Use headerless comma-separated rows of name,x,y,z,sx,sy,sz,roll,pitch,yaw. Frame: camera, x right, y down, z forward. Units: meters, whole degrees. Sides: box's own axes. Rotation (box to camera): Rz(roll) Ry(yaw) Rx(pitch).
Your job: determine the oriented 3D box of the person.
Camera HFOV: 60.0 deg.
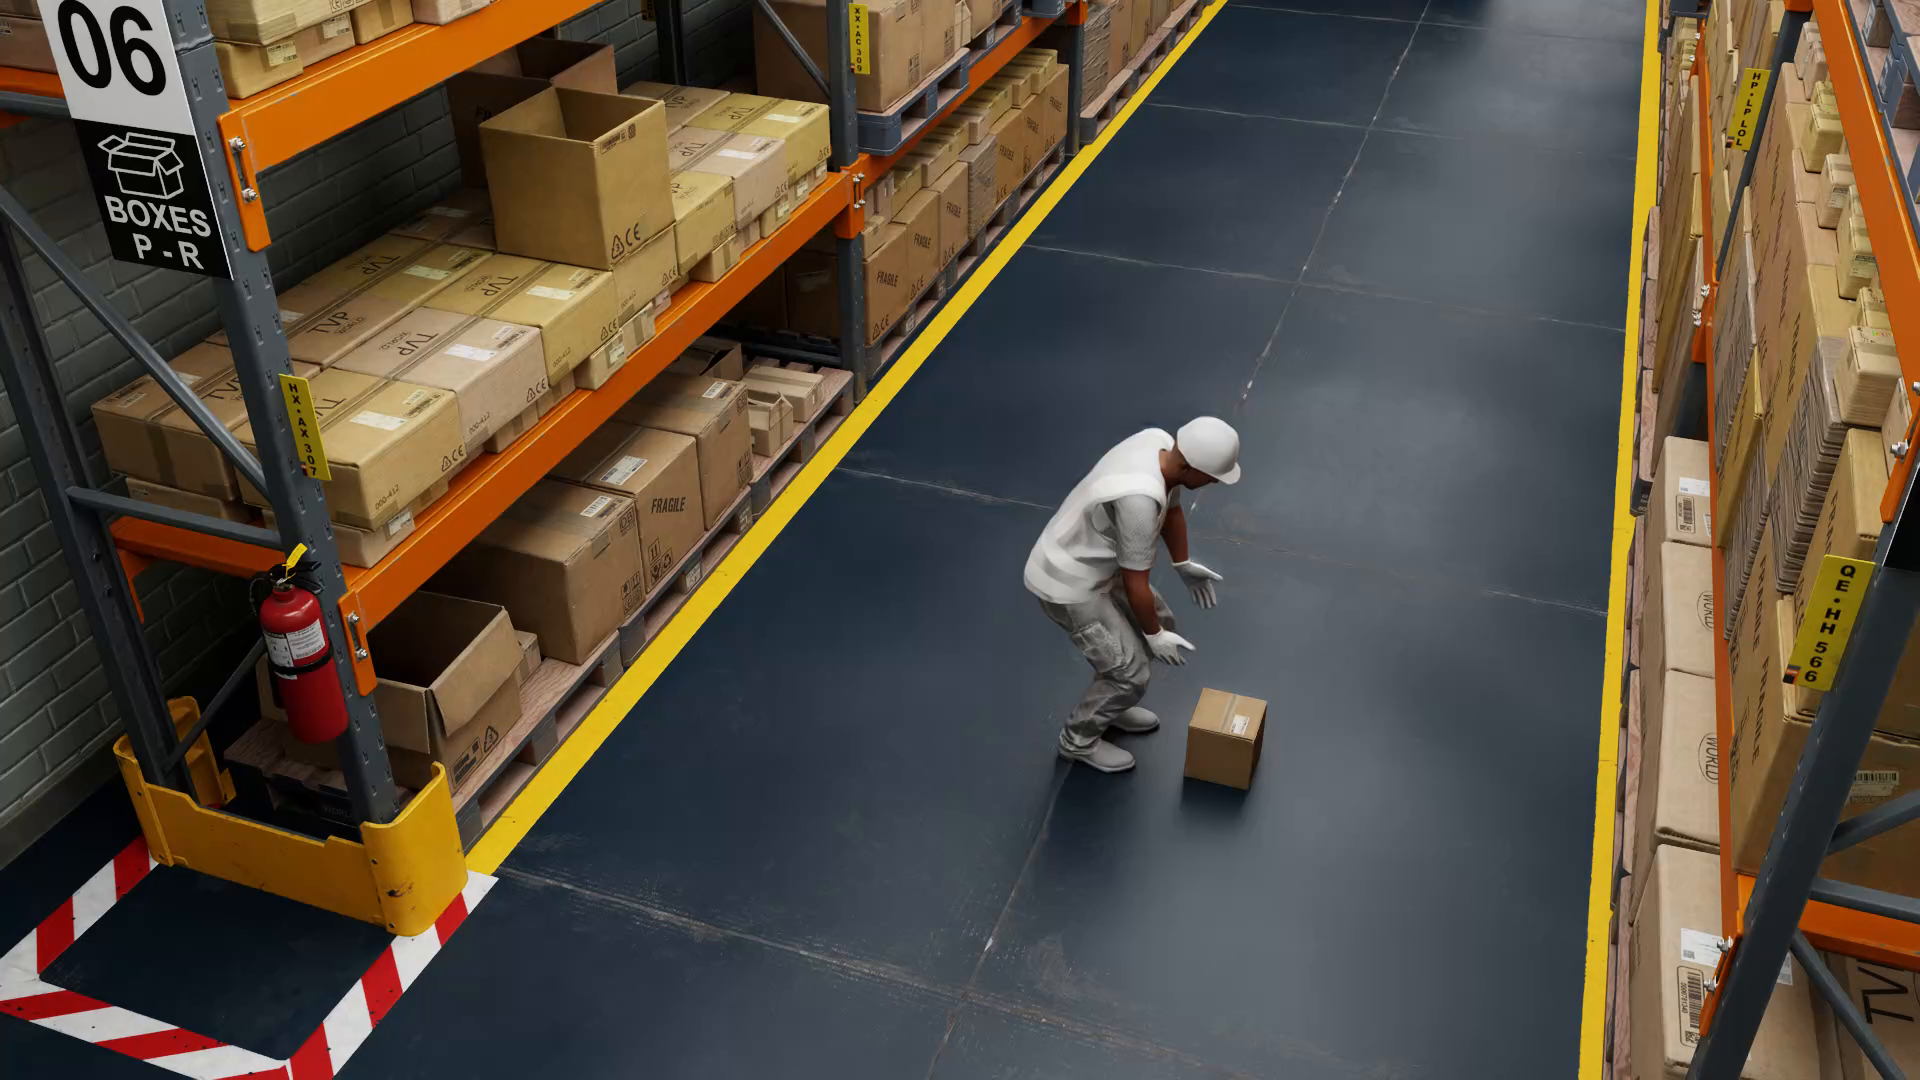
person,0.624,0.155,6.172,0.737,1.469,0.611,11,35,17
